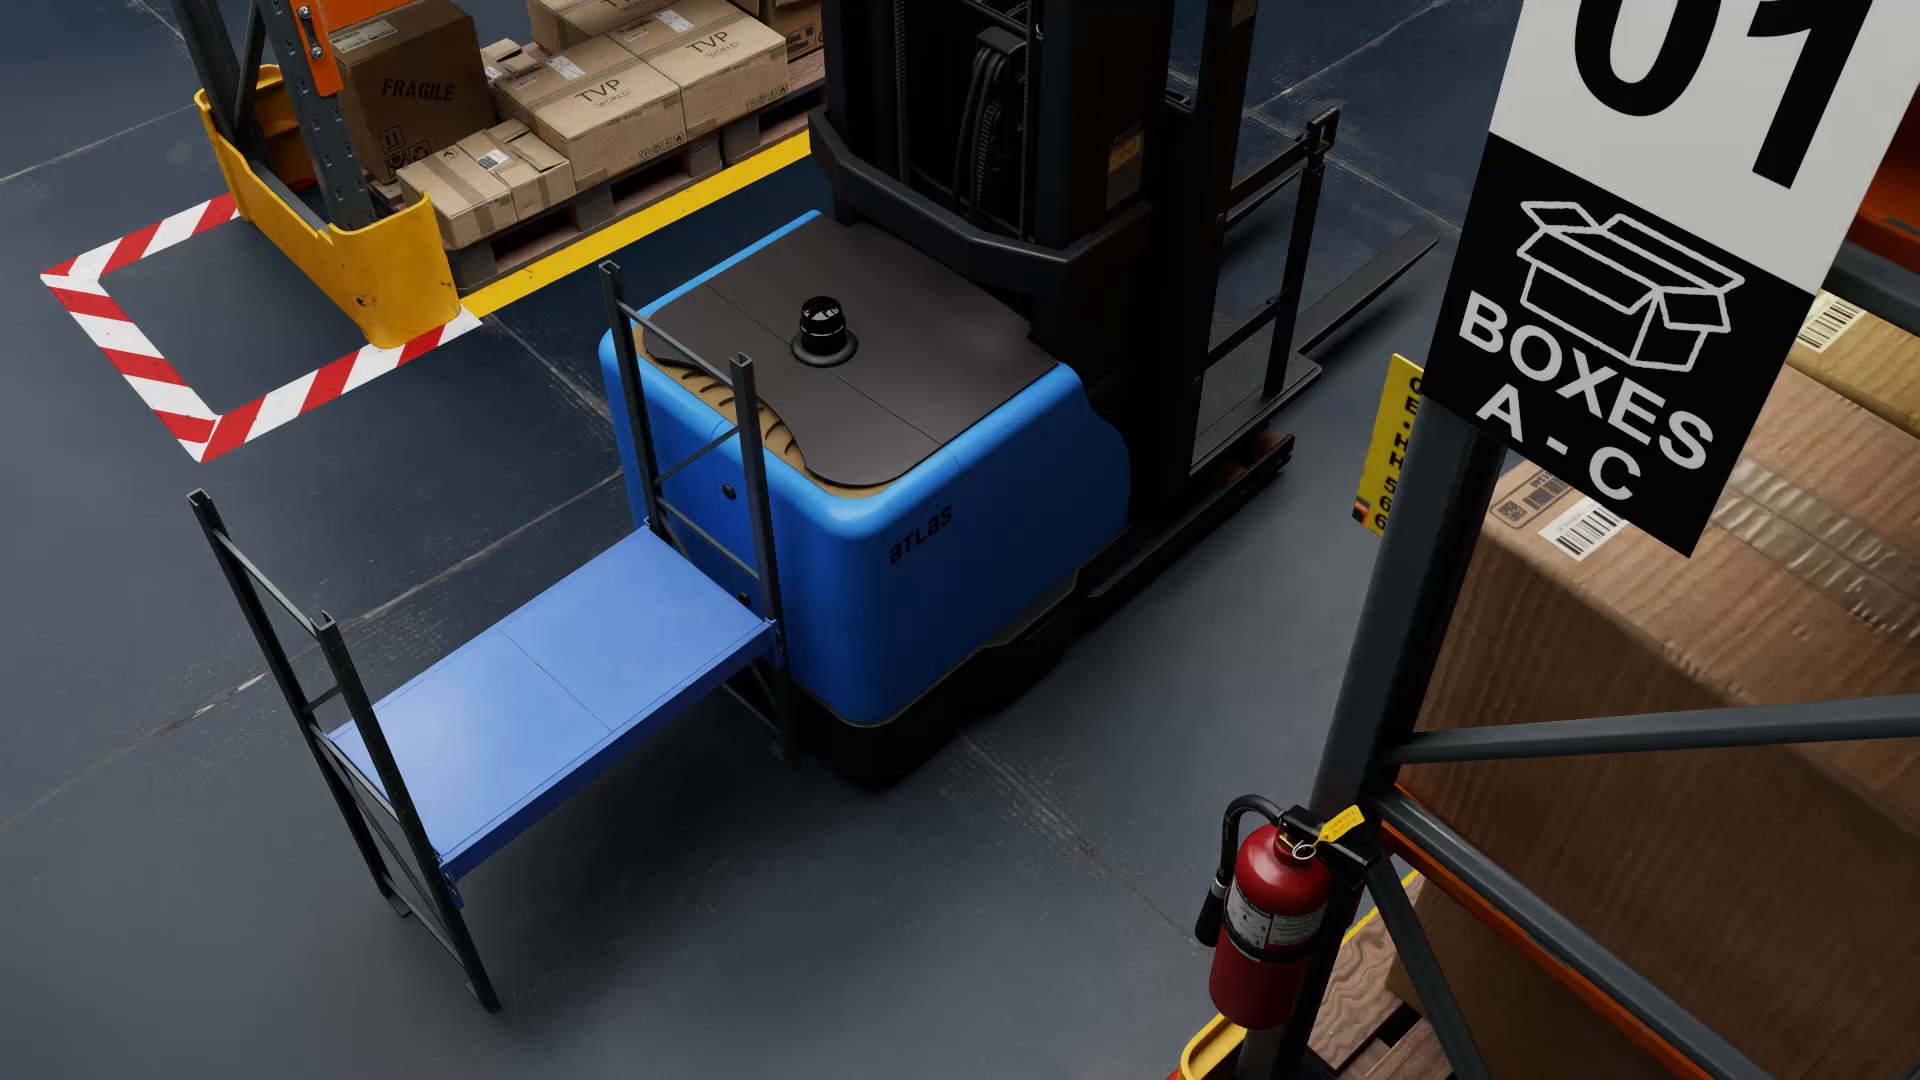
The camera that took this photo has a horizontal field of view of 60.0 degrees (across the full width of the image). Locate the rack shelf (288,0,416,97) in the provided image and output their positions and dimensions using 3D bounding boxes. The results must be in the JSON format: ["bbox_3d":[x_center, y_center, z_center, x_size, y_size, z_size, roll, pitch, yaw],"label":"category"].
[{"bbox_3d":[-0.874,-2.780,6.264,4.000,0.370,1.077,-34,56,-27],"label":"rack shelf"}]

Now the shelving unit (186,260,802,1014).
[{"bbox_3d":[-0.988,0.272,3.979,0.538,1.500,1.048,35,56,28],"label":"shelving unit"}]

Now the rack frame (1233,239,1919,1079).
[{"bbox_3d":[0.979,0.655,2.605,0.053,2.616,0.949,-34,56,-27],"label":"rack frame"}]

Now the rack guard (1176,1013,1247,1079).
[{"bbox_3d":[0.964,1.516,3.511,0.348,0.500,1.175,-34,56,-27],"label":"rack guard"}]

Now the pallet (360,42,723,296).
[{"bbox_3d":[-1.708,-1.522,6.511,1.213,0.211,1.003,-34,56,-27],"label":"pallet"}]

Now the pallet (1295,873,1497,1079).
[{"bbox_3d":[1.520,1.164,4.032,1.213,0.211,1.003,-34,56,-27],"label":"pallet"}]

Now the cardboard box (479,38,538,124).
[{"bbox_3d":[-1.757,-1.778,6.478,0.250,0.166,0.380,-34,56,-27],"label":"cardboard box"}]

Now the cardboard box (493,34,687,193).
[{"bbox_3d":[-1.391,-1.614,6.270,0.500,0.250,0.500,-34,56,-27],"label":"cardboard box"}]

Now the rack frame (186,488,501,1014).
[{"bbox_3d":[-1.342,0.540,3.731,0.500,1.500,0.032,35,56,28],"label":"rack frame"}]

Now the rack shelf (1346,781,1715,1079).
[{"bbox_3d":[2.461,-0.088,3.780,4.000,0.370,1.077,-34,56,-27],"label":"rack shelf"}]

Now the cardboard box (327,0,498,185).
[{"bbox_3d":[-2.117,-1.740,6.216,0.500,0.500,0.500,-34,56,-27],"label":"cardboard box"}]

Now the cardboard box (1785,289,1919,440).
[{"bbox_3d":[1.883,-0.069,3.068,0.700,0.700,0.980,-34,56,-27],"label":"cardboard box"}]

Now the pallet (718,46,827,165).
[{"bbox_3d":[-0.806,-2.122,7.064,1.213,0.211,1.003,-34,56,-27],"label":"pallet"}]

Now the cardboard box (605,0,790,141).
[{"bbox_3d":[-1.021,-1.861,6.498,0.500,0.250,0.500,-34,56,-27],"label":"cardboard box"}]

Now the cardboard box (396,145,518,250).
[{"bbox_3d":[-1.813,-1.238,5.992,0.250,0.149,0.380,-34,56,-27],"label":"cardboard box"}]

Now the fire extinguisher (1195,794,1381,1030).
[{"bbox_3d":[0.559,0.633,2.931,0.183,0.674,0.296,-34,56,-27],"label":"fire extinguisher"}]

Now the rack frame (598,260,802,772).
[{"bbox_3d":[-0.634,0.004,4.226,0.500,1.500,0.032,35,56,28],"label":"rack frame"}]

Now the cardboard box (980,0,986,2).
[{"bbox_3d":[-0.180,-2.444,6.994,0.500,0.311,0.500,-34,56,-27],"label":"cardboard box"}]

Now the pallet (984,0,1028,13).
[{"bbox_3d":[0.097,-2.728,7.624,1.213,0.211,1.003,-34,56,-27],"label":"pallet"}]

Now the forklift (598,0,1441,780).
[{"bbox_3d":[0.436,-1.323,4.476,1.130,2.935,3.031,36,57,28],"label":"forklift"}]

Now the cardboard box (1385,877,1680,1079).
[{"bbox_3d":[1.432,0.961,3.737,0.500,0.500,0.700,-34,56,-27],"label":"cardboard box"}]

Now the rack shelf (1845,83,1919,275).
[{"bbox_3d":[2.461,-1.106,2.678,4.000,0.370,1.077,-34,56,-27],"label":"rack shelf"}]

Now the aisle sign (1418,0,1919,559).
[{"bbox_3d":[0.726,-0.353,1.766,0.004,0.787,0.394,-34,56,-27],"label":"aisle sign"}]

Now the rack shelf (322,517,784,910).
[{"bbox_3d":[-0.988,0.394,4.111,0.538,0.185,1.000,35,56,28],"label":"rack shelf"}]

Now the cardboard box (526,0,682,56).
[{"bbox_3d":[-1.394,-2.108,6.726,0.500,0.250,0.500,-34,56,-27],"label":"cardboard box"}]

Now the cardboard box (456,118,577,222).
[{"bbox_3d":[-1.628,-1.367,6.099,0.250,0.166,0.380,-34,56,-27],"label":"cardboard box"}]

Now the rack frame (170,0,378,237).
[{"bbox_3d":[-2.354,-2.035,5.087,0.127,3.000,1.000,-34,56,-27],"label":"rack frame"}]

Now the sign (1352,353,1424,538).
[{"bbox_3d":[0.627,-0.118,2.369,0.005,0.325,0.100,-34,56,-27],"label":"sign"}]

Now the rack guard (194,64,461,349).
[{"bbox_3d":[-2.298,-1.225,6.040,0.348,0.500,1.175,-34,56,-27],"label":"rack guard"}]

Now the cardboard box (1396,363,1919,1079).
[{"bbox_3d":[1.352,0.297,2.731,0.700,0.700,0.980,-31,55,-26],"label":"cardboard box"}]

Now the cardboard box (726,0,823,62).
[{"bbox_3d":[-0.781,-2.384,6.808,0.637,0.503,0.797,-34,56,-27],"label":"cardboard box"}]
